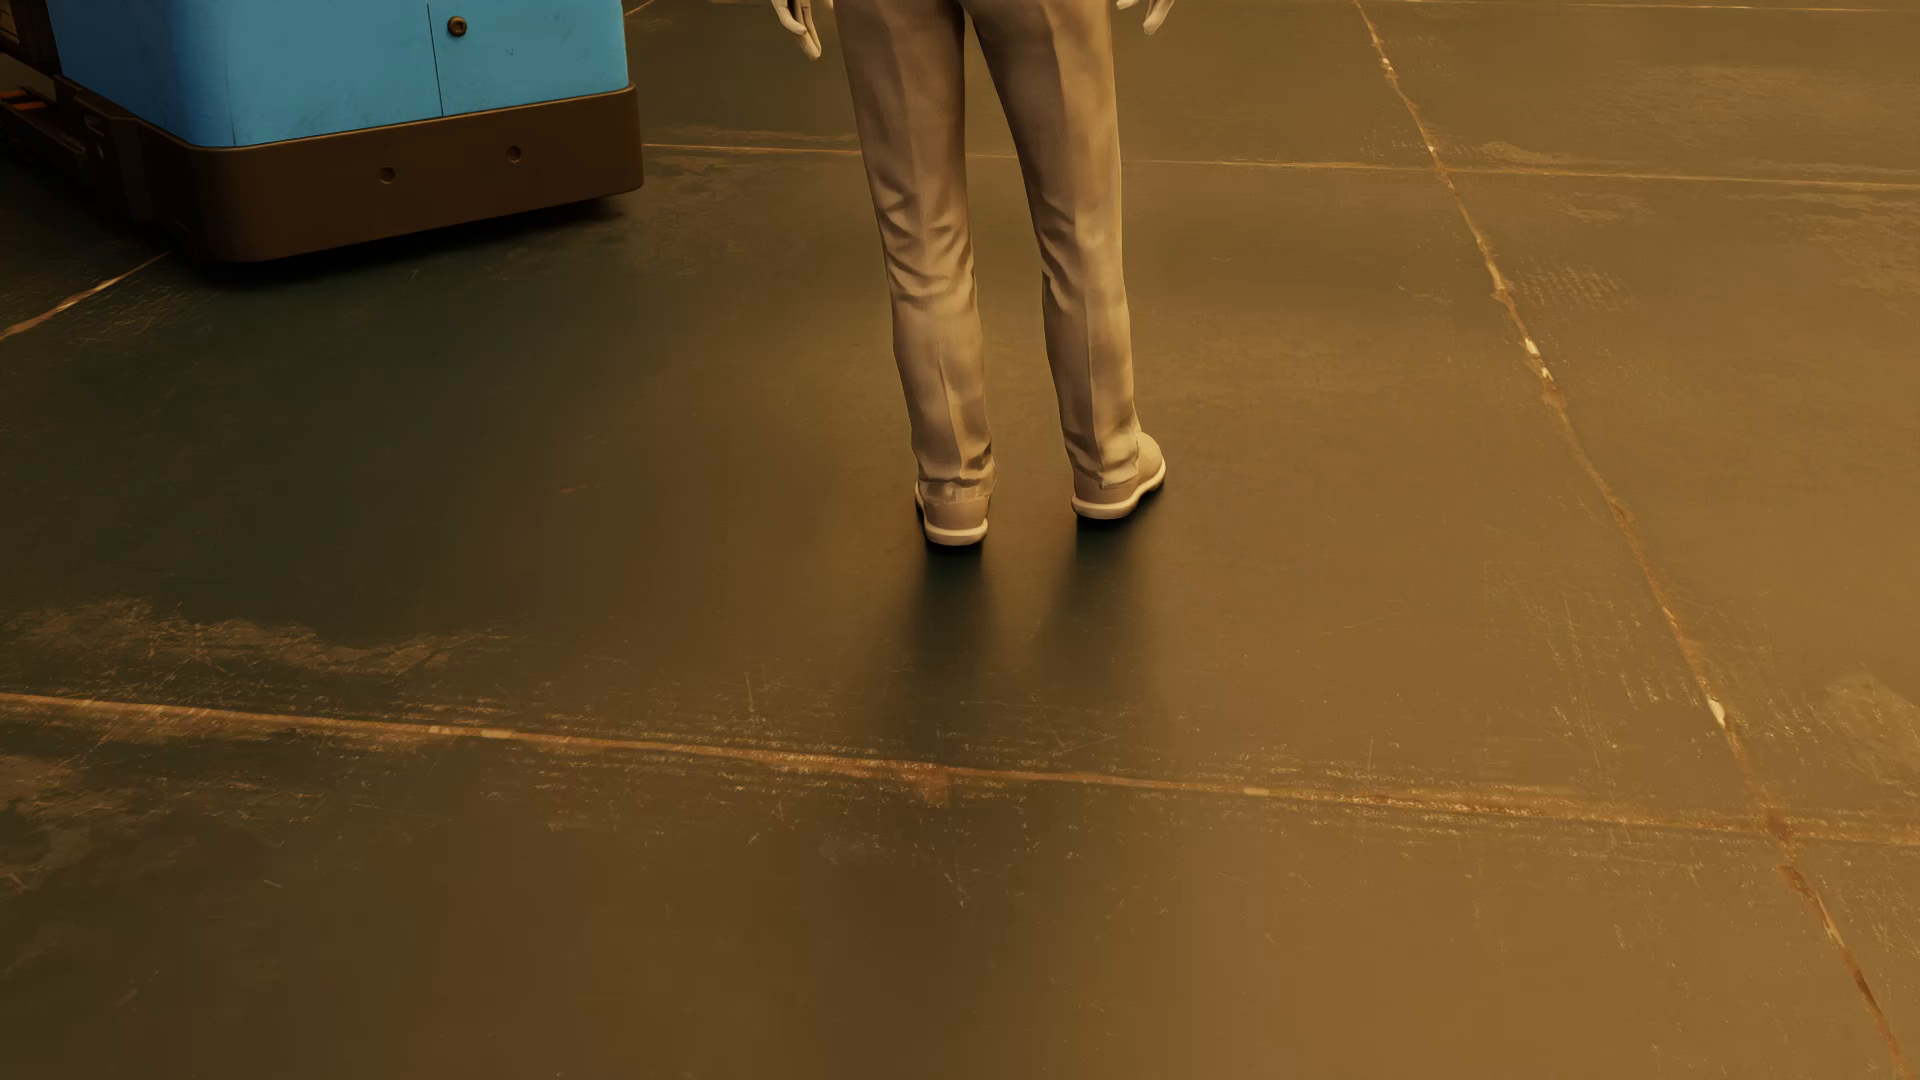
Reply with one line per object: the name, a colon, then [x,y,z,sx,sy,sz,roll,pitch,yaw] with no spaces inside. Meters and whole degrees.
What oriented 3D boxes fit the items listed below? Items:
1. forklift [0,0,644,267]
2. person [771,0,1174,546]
forklift: [-2.111,-2.479,4.187,1.130,2.935,3.031,-21,33,-35]
person: [0.016,-0.795,2.178,0.586,1.694,0.532,3,27,7]
